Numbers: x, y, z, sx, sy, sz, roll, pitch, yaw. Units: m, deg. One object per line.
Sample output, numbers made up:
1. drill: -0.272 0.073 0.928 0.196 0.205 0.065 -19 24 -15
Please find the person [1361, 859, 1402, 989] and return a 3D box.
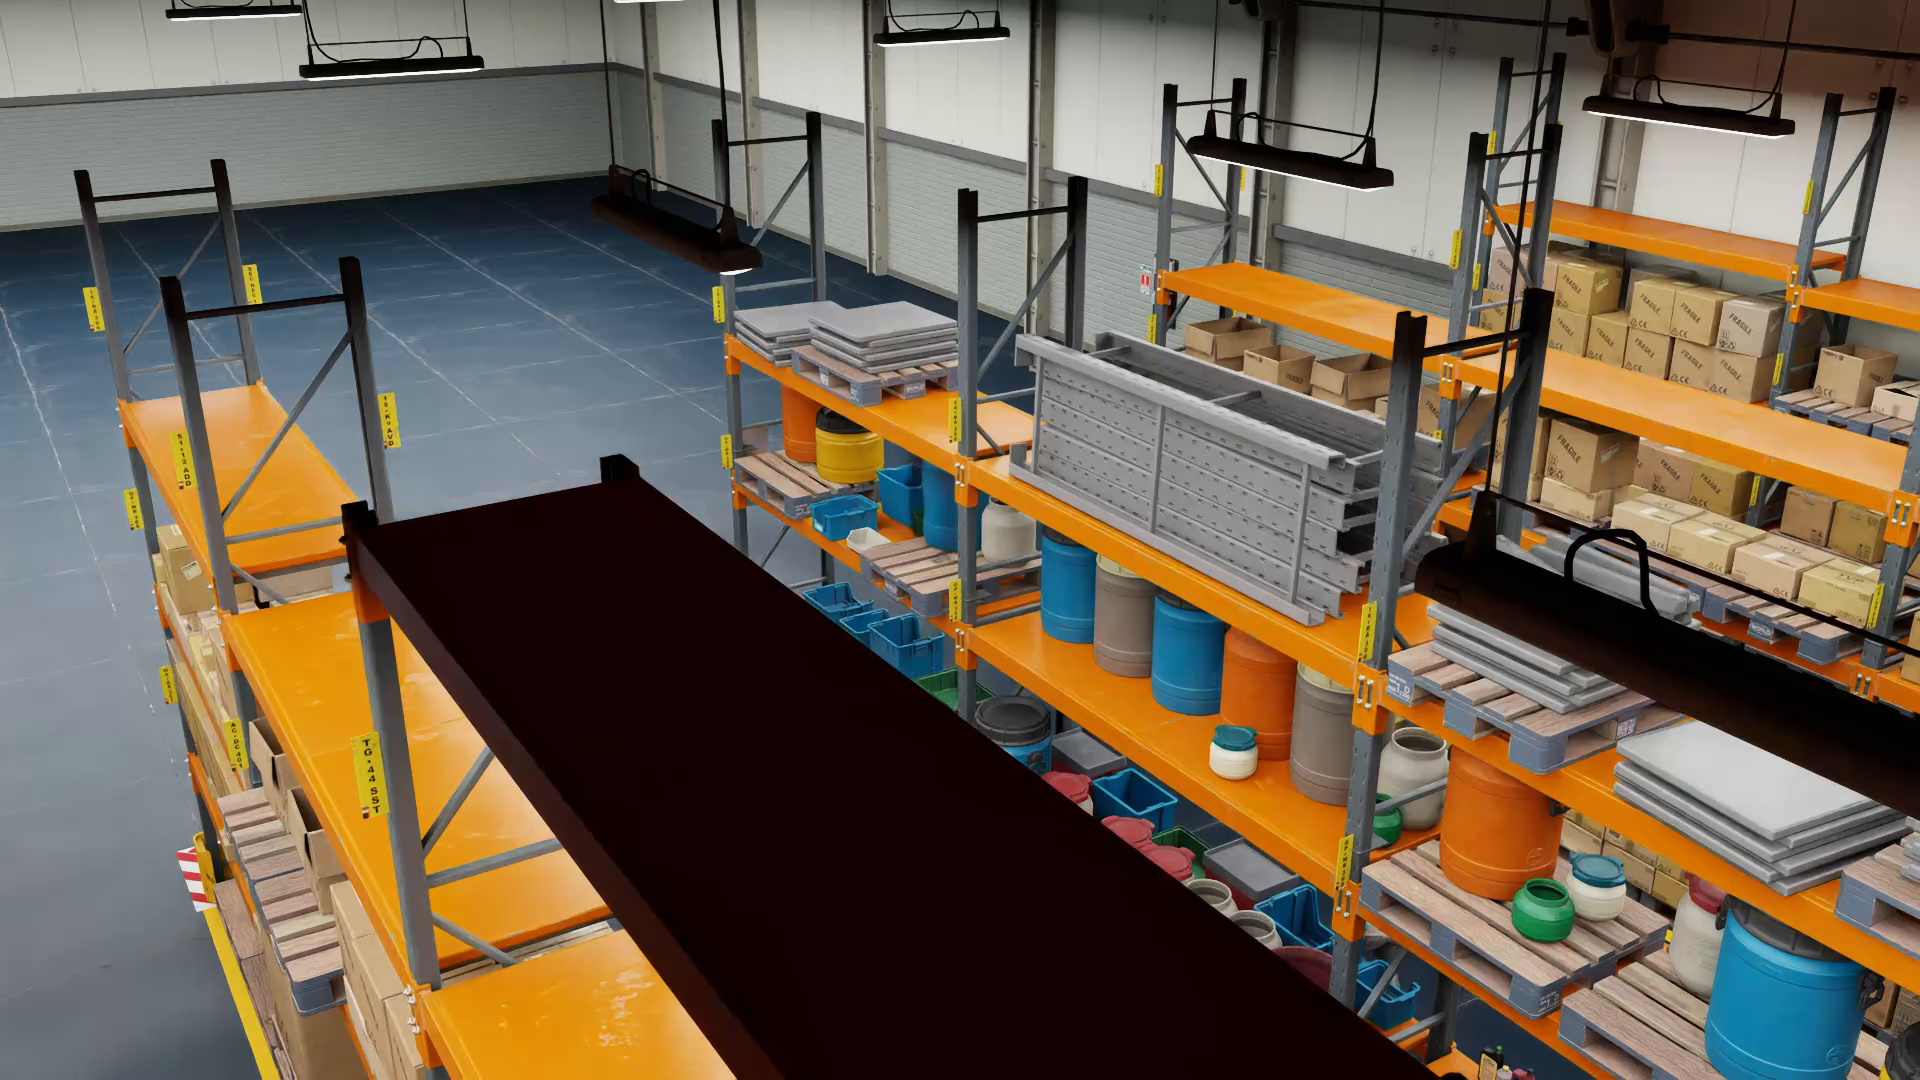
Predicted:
1. person: 3.055 2.797 12.160 0.661 1.687 0.730 -9 23 -20
